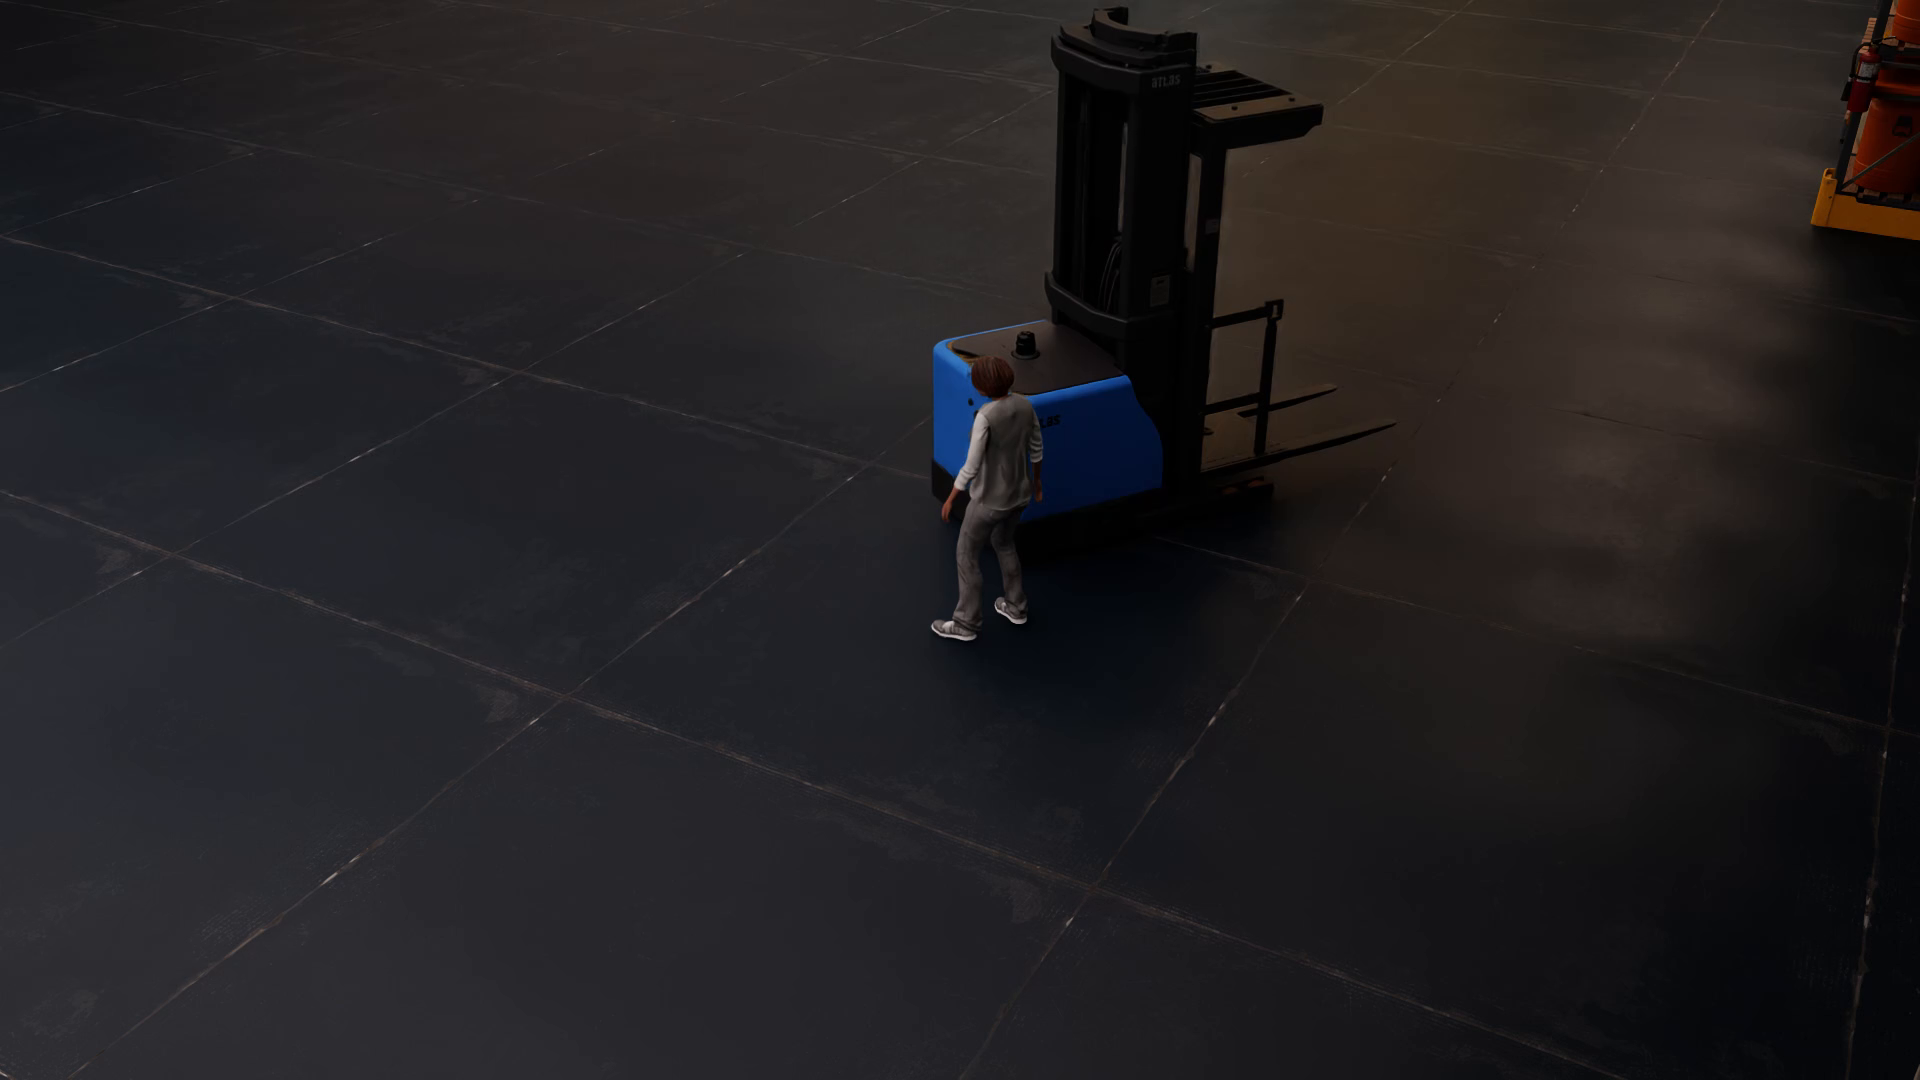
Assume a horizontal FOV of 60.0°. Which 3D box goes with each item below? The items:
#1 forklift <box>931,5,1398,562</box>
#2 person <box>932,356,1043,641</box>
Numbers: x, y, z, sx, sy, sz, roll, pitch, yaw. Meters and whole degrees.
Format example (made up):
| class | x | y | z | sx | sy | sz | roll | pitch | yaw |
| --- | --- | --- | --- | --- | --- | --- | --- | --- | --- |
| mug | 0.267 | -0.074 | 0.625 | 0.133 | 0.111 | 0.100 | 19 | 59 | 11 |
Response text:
| class | x | y | z | sx | sy | sz | roll | pitch | yaw |
| --- | --- | --- | --- | --- | --- | --- | --- | --- | --- |
| forklift | 1.373 | -1.649 | 9.929 | 3.031 | 2.935 | 1.130 | -15 | 33 | -23 |
| person | 0.183 | -0.233 | 8.839 | 0.357 | 1.573 | 0.651 | 26 | 39 | 37 |
